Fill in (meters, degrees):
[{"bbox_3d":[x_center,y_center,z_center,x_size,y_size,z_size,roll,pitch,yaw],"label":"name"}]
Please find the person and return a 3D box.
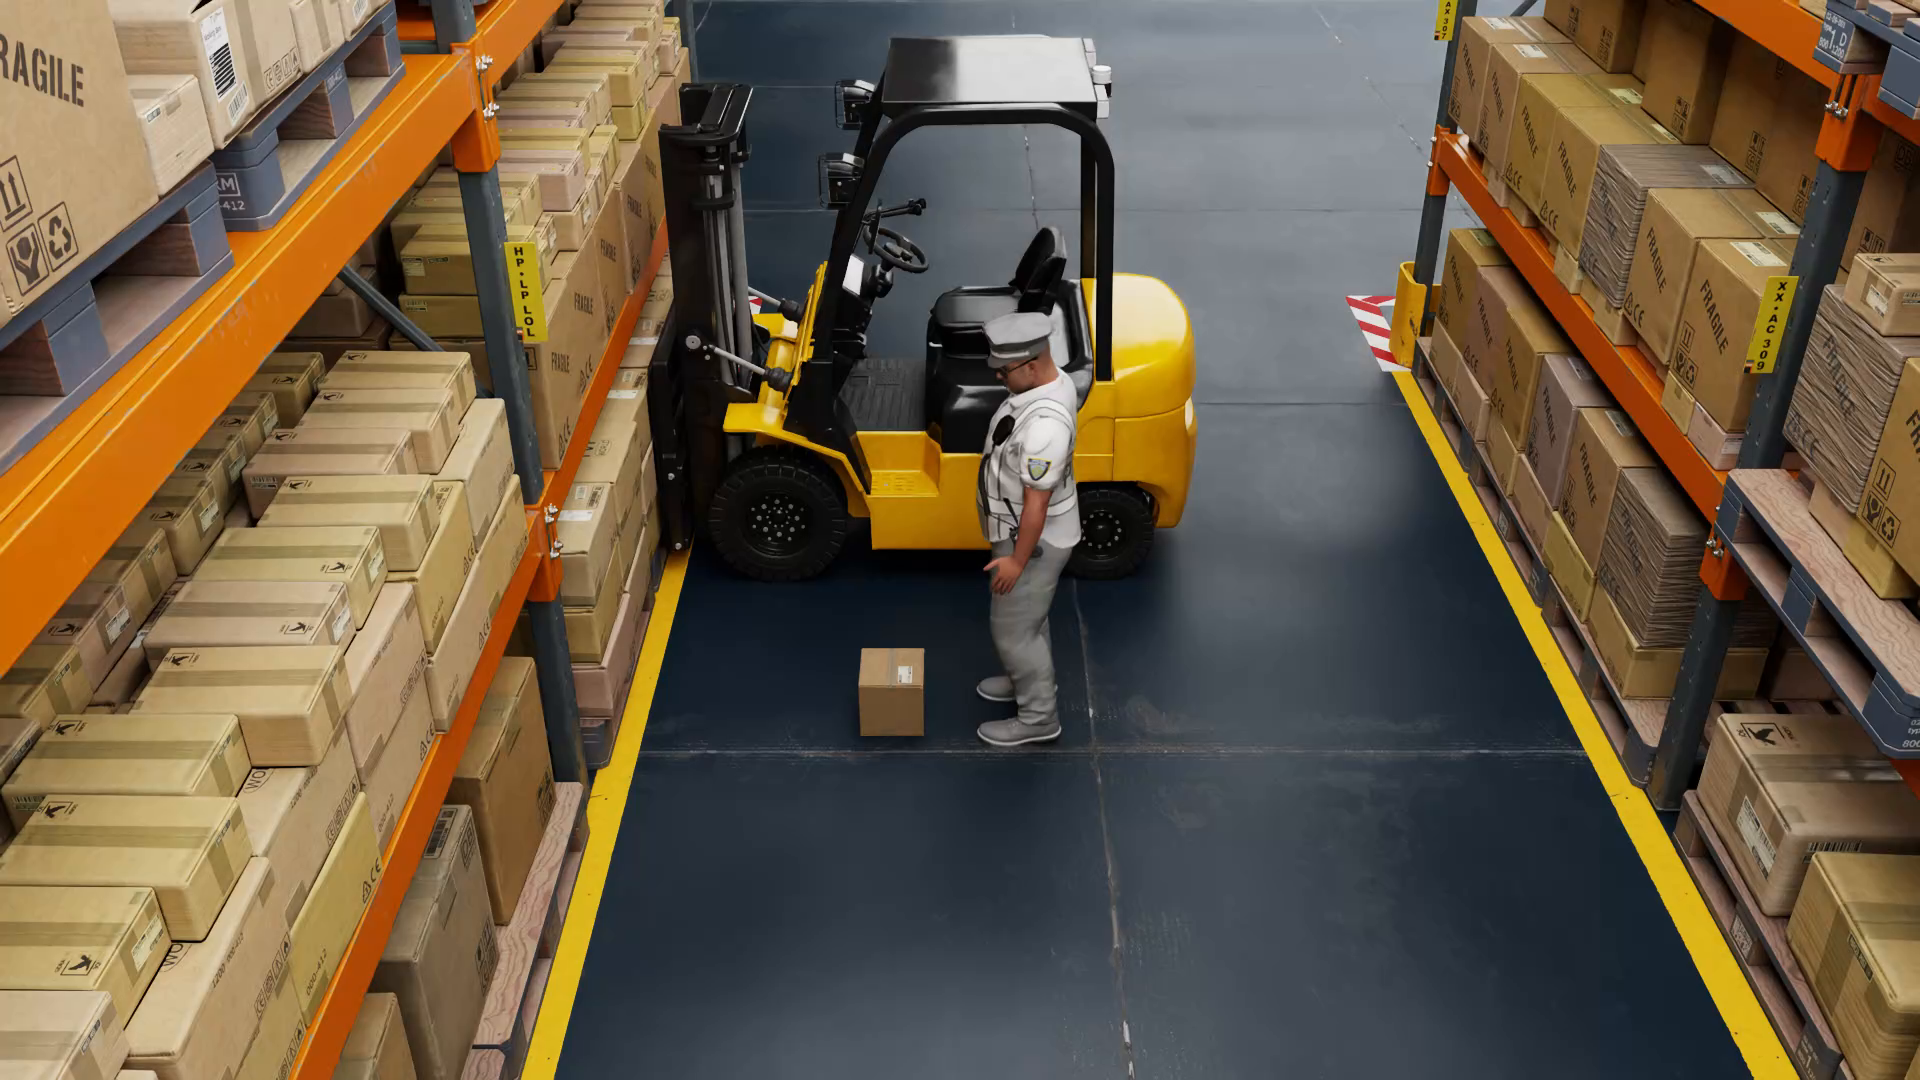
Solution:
[{"bbox_3d":[0.253,-0.022,6.187,0.389,1.736,0.534,0,31,1],"label":"person"}]
